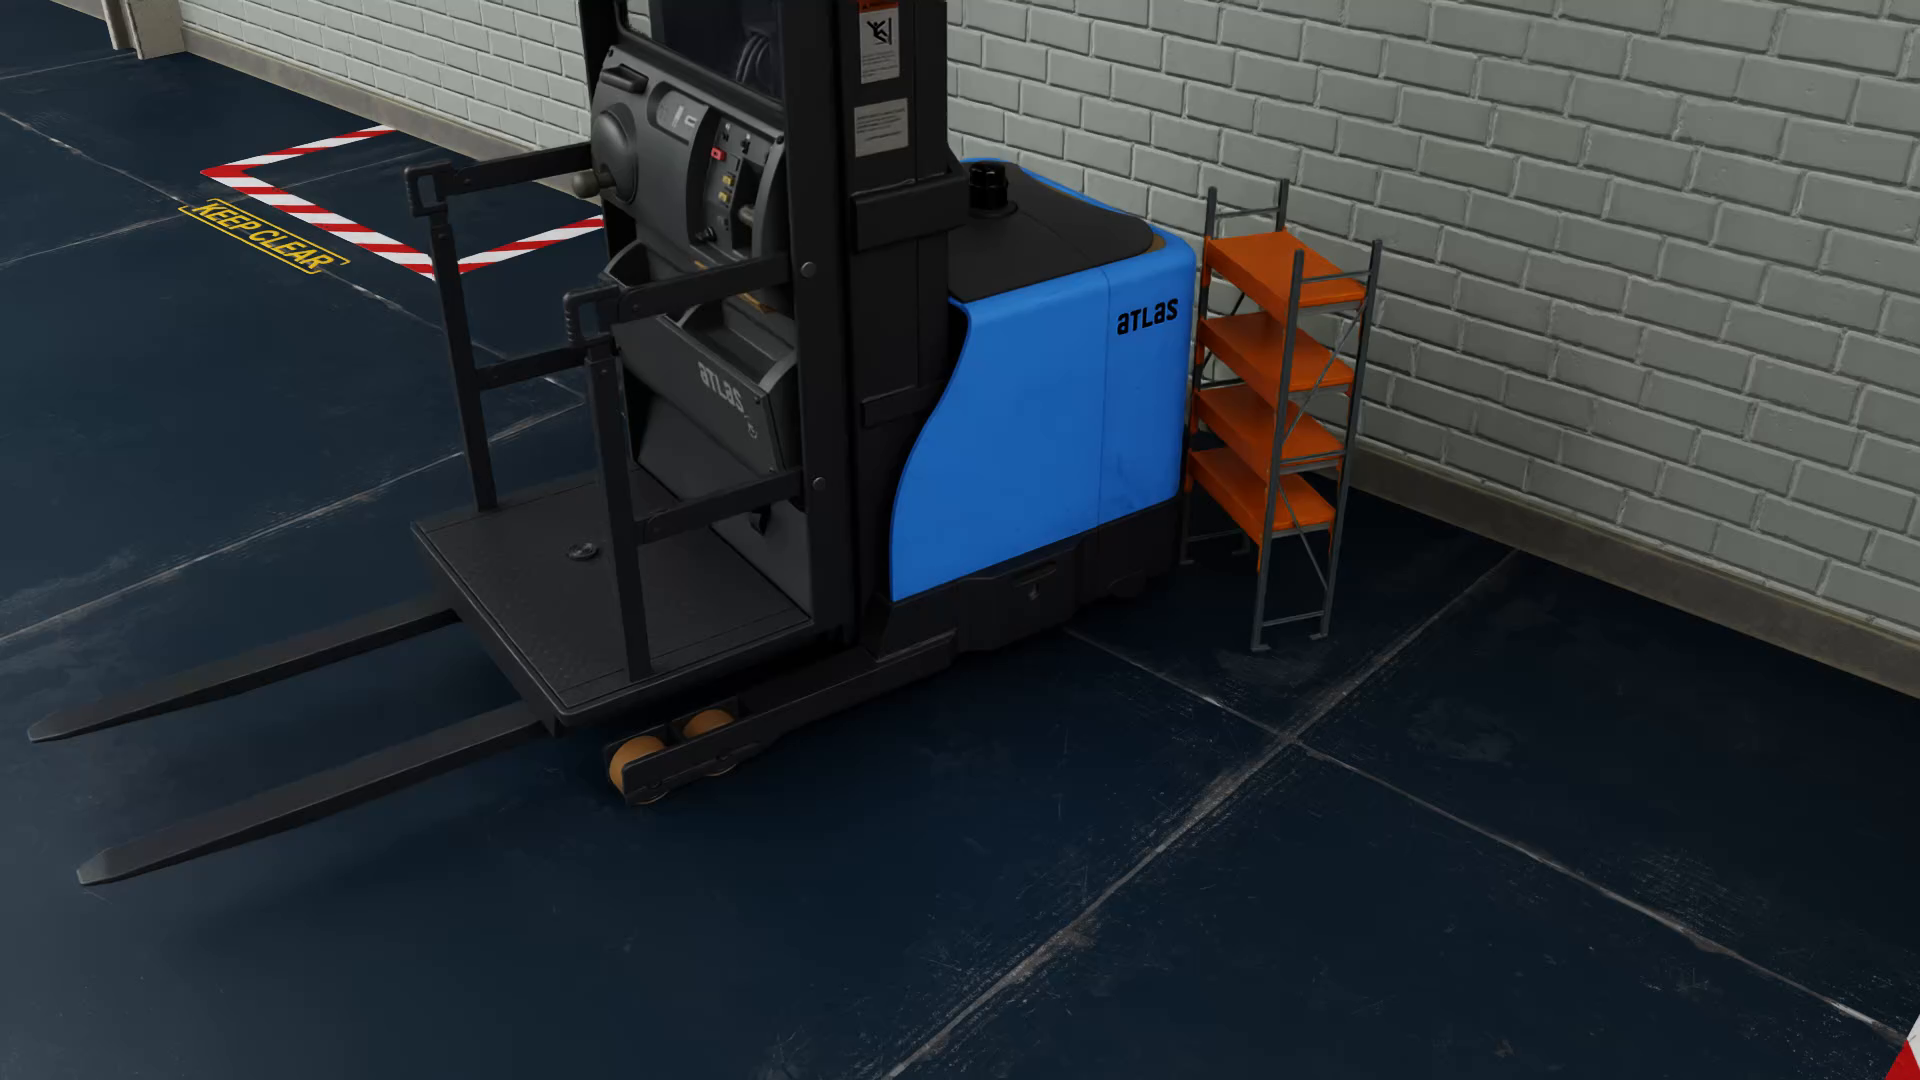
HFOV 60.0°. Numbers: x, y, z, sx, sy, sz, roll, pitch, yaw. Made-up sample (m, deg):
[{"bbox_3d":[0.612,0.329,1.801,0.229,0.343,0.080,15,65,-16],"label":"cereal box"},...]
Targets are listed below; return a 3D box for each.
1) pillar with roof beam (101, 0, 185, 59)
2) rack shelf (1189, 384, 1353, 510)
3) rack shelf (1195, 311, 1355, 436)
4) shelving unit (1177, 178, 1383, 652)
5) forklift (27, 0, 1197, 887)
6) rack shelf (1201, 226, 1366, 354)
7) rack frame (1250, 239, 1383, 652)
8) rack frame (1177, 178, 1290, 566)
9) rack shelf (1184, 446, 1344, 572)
[{"bbox_3d":[-7.896,-5.252,5.249,0.400,9.000,9.100,25,39,35],"label":"pillar with roof beam"},{"bbox_3d":[0.865,-0.282,4.684,0.258,0.148,0.480,-10,32,-16],"label":"rack shelf"},{"bbox_3d":[0.866,-0.473,4.569,0.258,0.148,0.480,-10,32,-16],"label":"rack shelf"},{"bbox_3d":[0.865,-0.339,4.649,0.258,1.200,0.503,-10,32,-16],"label":"shelving unit"},{"bbox_3d":[-0.841,-0.907,3.915,3.031,2.935,1.130,-20,36,-29],"label":"forklift"},{"bbox_3d":[0.866,-0.676,4.447,0.258,0.148,0.480,-10,32,-16],"label":"rack shelf"},{"bbox_3d":[0.943,-0.220,4.451,0.240,1.200,0.015,-10,32,-16],"label":"rack frame"},{"bbox_3d":[0.788,-0.459,4.848,0.240,1.200,0.015,-10,32,-16],"label":"rack frame"},{"bbox_3d":[0.865,-0.111,4.786,0.258,0.148,0.480,-10,32,-16],"label":"rack shelf"}]
